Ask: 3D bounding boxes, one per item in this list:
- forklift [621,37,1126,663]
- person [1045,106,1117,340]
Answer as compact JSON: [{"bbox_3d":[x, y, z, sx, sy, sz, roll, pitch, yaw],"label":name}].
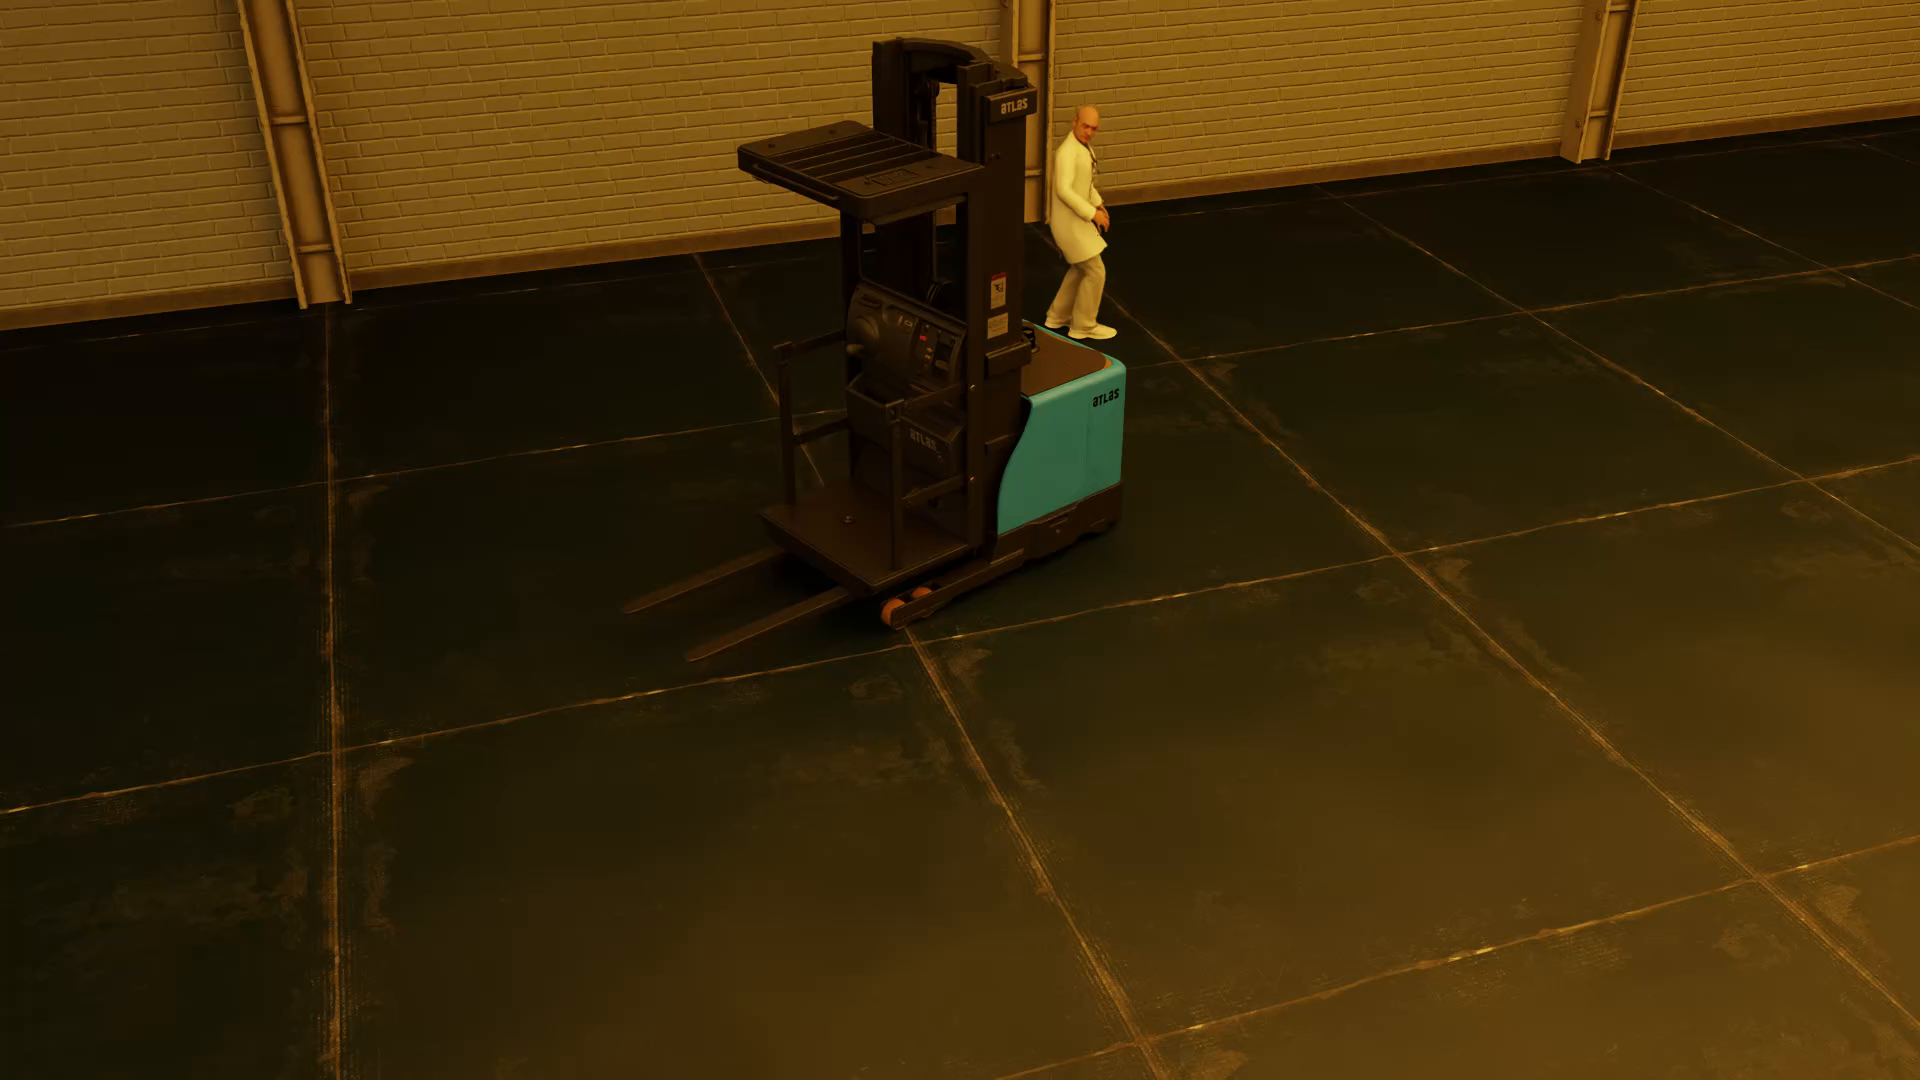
[{"bbox_3d":[-0.461,-1.072,8.951,3.031,2.935,1.130,-23,37,-34],"label":"forklift"},{"bbox_3d":[0.930,-2.370,12.427,0.548,1.738,0.799,1,30,2],"label":"person"}]
